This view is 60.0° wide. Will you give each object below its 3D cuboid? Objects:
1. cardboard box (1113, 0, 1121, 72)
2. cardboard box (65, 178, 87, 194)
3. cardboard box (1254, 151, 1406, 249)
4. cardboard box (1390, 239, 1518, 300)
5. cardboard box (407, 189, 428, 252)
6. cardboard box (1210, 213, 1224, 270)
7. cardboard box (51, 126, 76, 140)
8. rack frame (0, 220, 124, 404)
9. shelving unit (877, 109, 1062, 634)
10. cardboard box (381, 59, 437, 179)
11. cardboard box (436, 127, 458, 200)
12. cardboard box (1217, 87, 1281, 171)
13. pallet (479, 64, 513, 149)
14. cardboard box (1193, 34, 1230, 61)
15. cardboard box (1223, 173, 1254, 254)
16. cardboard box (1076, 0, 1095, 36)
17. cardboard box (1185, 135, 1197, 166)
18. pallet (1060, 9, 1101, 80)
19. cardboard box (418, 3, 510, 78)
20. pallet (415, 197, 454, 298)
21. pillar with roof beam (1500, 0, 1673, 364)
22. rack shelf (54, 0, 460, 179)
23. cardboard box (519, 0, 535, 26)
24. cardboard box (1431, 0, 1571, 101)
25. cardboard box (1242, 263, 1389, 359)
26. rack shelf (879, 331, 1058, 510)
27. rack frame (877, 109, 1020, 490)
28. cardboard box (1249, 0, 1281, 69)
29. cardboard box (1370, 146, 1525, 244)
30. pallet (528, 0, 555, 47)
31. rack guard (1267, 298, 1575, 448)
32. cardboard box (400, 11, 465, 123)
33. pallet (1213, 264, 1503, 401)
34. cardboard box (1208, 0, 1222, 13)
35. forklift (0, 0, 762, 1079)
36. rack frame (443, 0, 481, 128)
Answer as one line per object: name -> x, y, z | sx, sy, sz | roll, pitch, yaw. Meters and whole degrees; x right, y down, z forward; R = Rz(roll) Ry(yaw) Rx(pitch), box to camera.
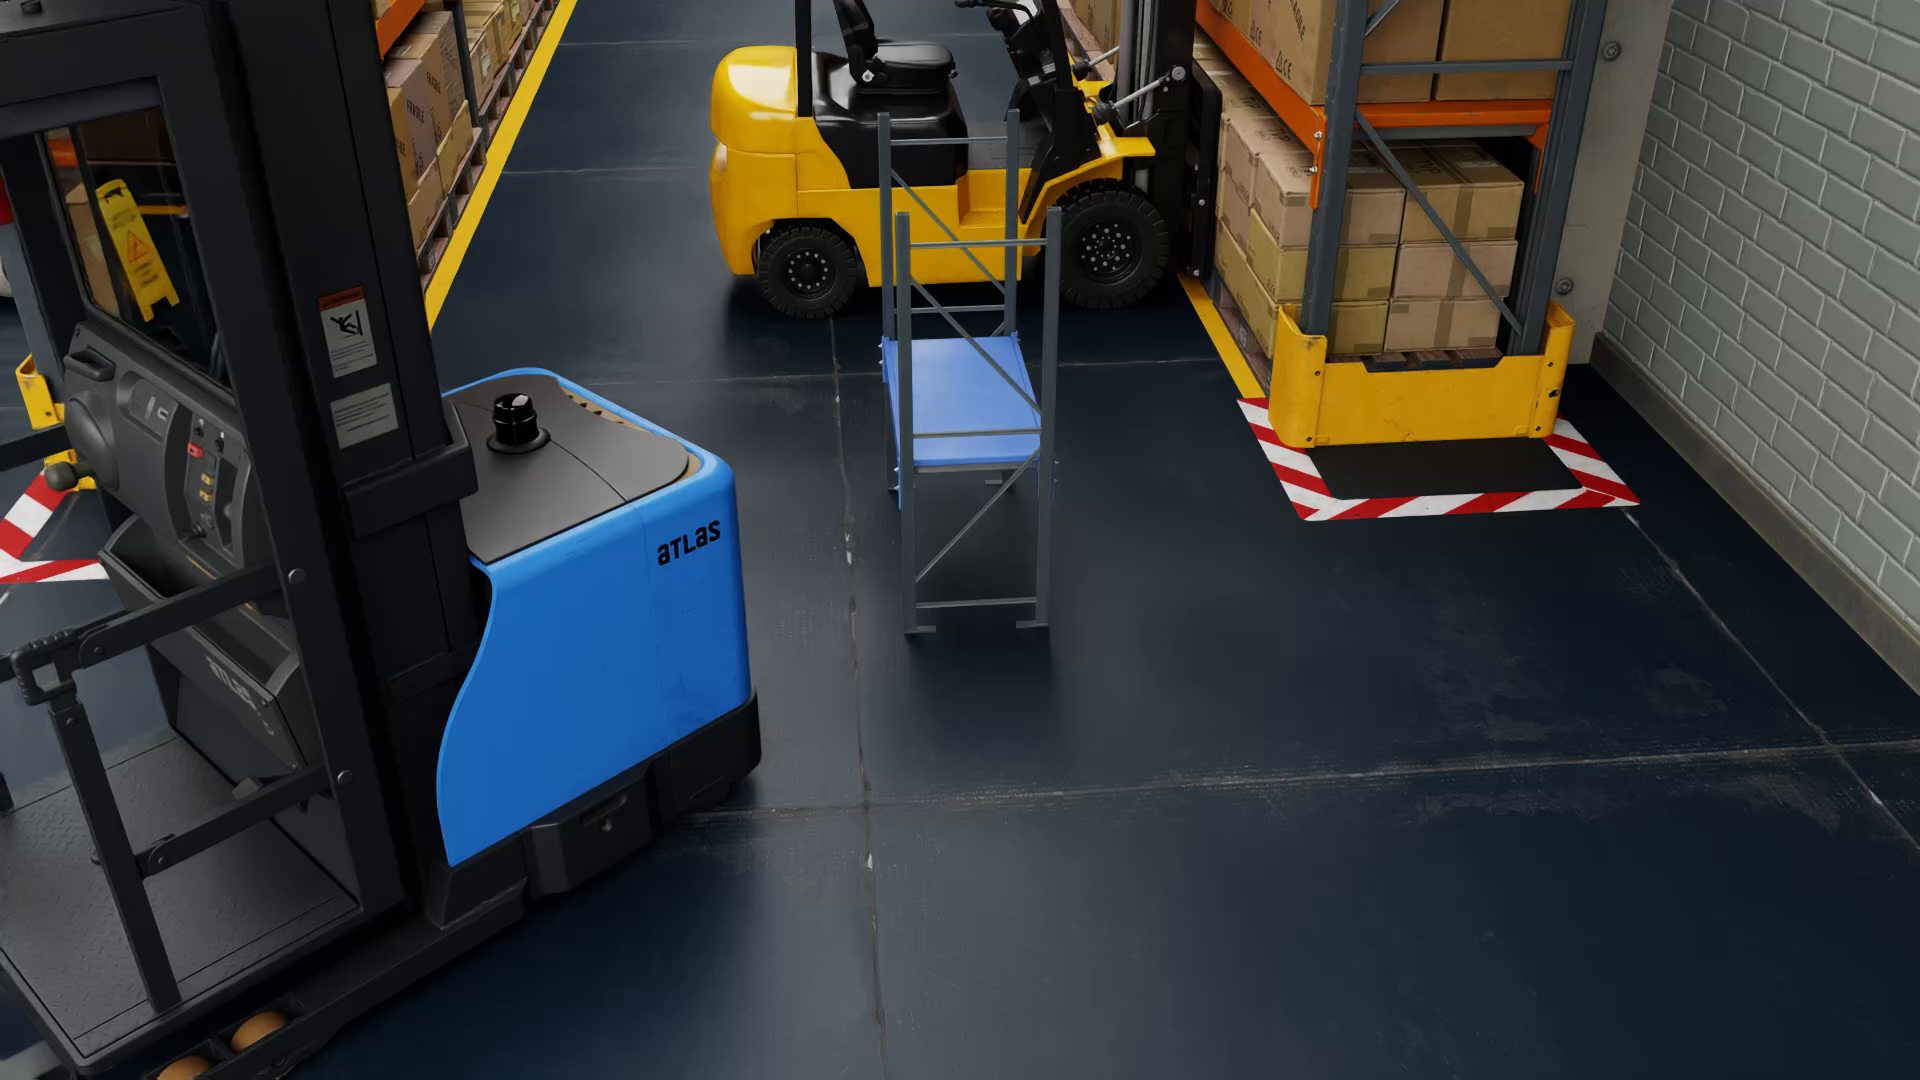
cardboard box -> 1.475, -3.263, 10.693 | 0.875, 0.625, 0.625 | -1, 31, -2
cardboard box -> -4.661, -1.912, 8.961 | 0.500, 0.500, 0.500 | 20, 36, 29
cardboard box -> 1.555, -1.443, 7.037 | 0.500, 0.250, 0.500 | -2, 31, -3
cardboard box -> 2.071, -1.258, 7.216 | 0.500, 0.250, 0.500 | -2, 31, -4
cardboard box -> -2.937, -1.518, 8.138 | 0.500, 0.250, 0.500 | -1, 31, -1
cardboard box -> 1.475, -1.528, 8.156 | 0.500, 0.250, 0.500 | -2, 31, -4
cardboard box -> -3.281, -1.627, 6.293 | 0.380, 0.149, 0.250 | -2, 31, -3
rack frame -> -3.033, -1.554, 5.926 | 1.000, 3.000, 0.127 | -3, 31, -5
shelving unit -> 0.008, -0.600, 5.792 | 0.538, 1.500, 1.048 | -3, 31, -5
cardboard box -> -2.986, -2.109, 8.396 | 0.500, 0.500, 0.500 | -1, 31, -2
cardboard box -> -3.024, -2.036, 9.005 | 0.500, 0.250, 0.500 | -4, 31, -6
cardboard box -> 1.444, -1.960, 7.904 | 0.500, 0.250, 0.500 | -2, 31, -4
pallet -> -3.481, -2.796, 10.726 | 1.003, 0.211, 1.213 | -3, 31, -5
cardboard box -> 1.363, -2.488, 8.787 | 0.500, 0.250, 0.500 | -2, 31, -3
cardboard box -> 1.516, -1.498, 7.618 | 0.500, 0.250, 0.500 | -3, 31, -5
cardboard box -> 1.338, -4.043, 12.000 | 0.875, 0.625, 0.625 | -4, 31, -7
cardboard box -> 1.403, -2.016, 8.485 | 0.500, 0.250, 0.500 | -3, 31, -5
pallet -> 1.310, -3.637, 12.134 | 1.003, 0.211, 1.213 | -3, 31, -5
cardboard box -> -3.529, -3.283, 10.974 | 0.950, 0.372, 0.625 | -1, 31, -1
pallet -> -3.192, -1.434, 8.444 | 1.003, 0.211, 1.213 | -3, 31, -5
pillar with roof beam -> -1.545, -4.562, 5.112 | 9.100, 9.000, 0.400 | -3, 31, -5
rack shelf -> -3.220, -2.266, 7.820 | 1.077, 0.370, 4.000 | -3, 31, -5
cardboard box -> -3.661, -4.025, 12.217 | 0.950, 0.372, 0.625 | -3, 31, -6
cardboard box -> 2.139, -2.103, 6.748 | 0.500, 0.500, 0.500 | -2, 31, -3
cardboard box -> 1.550, -1.018, 7.301 | 0.500, 0.250, 0.500 | -3, 31, -4
rack shelf -> 0.008, -0.446, 5.885 | 0.538, 0.185, 1.000 | -3, 31, -5
rack frame -> -0.040, -0.860, 6.227 | 0.500, 1.500, 0.032 | -3, 31, -5
cardboard box -> 1.562, -2.341, 7.146 | 0.500, 0.500, 0.500 | -2, 31, -3
cardboard box -> 2.052, -1.477, 7.095 | 0.500, 0.250, 0.500 | -3, 31, -5
pallet -> -3.709, -4.042, 12.812 | 1.003, 0.211, 1.213 | -3, 31, -5
rack guard -> 1.911, -0.708, 6.948 | 1.175, 0.500, 0.348 | -3, 31, -5
cardboard box -> -3.084, -2.629, 9.266 | 0.500, 0.500, 0.500 | -3, 31, -5
pallet -> 1.795, -0.985, 7.693 | 1.003, 0.211, 1.213 | -3, 31, -5
cardboard box -> 1.456, -2.858, 8.013 | 0.500, 0.500, 0.500 | -3, 31, -4
forklift -> -1.980, -0.168, 3.673 | 1.130, 2.935, 3.031 | 26, 40, 36
rack frame -> -3.407, -3.596, 9.345 | 1.000, 3.000, 0.127 | -3, 31, -5
